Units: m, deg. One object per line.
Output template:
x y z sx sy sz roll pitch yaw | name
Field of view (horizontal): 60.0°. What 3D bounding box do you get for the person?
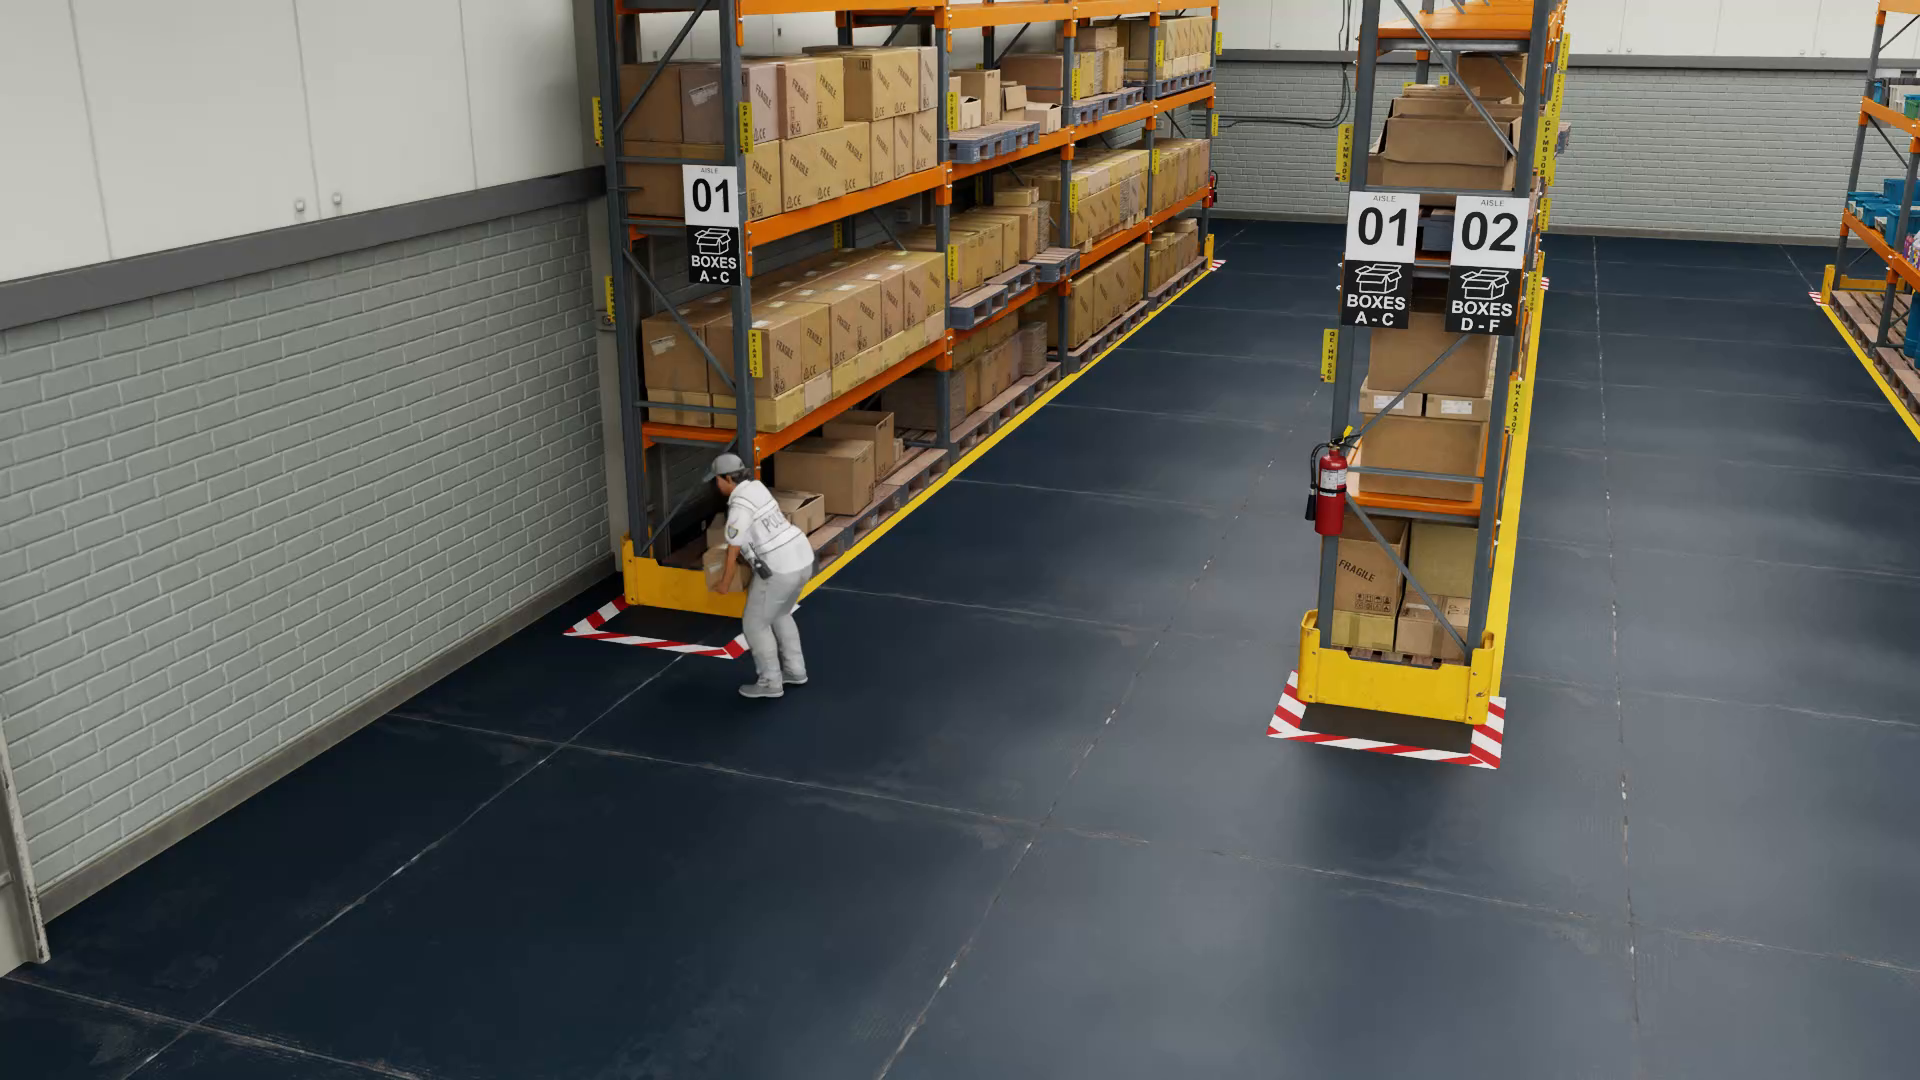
-1.278 0.221 10.568 0.684 1.571 0.453 6 20 17 | person
